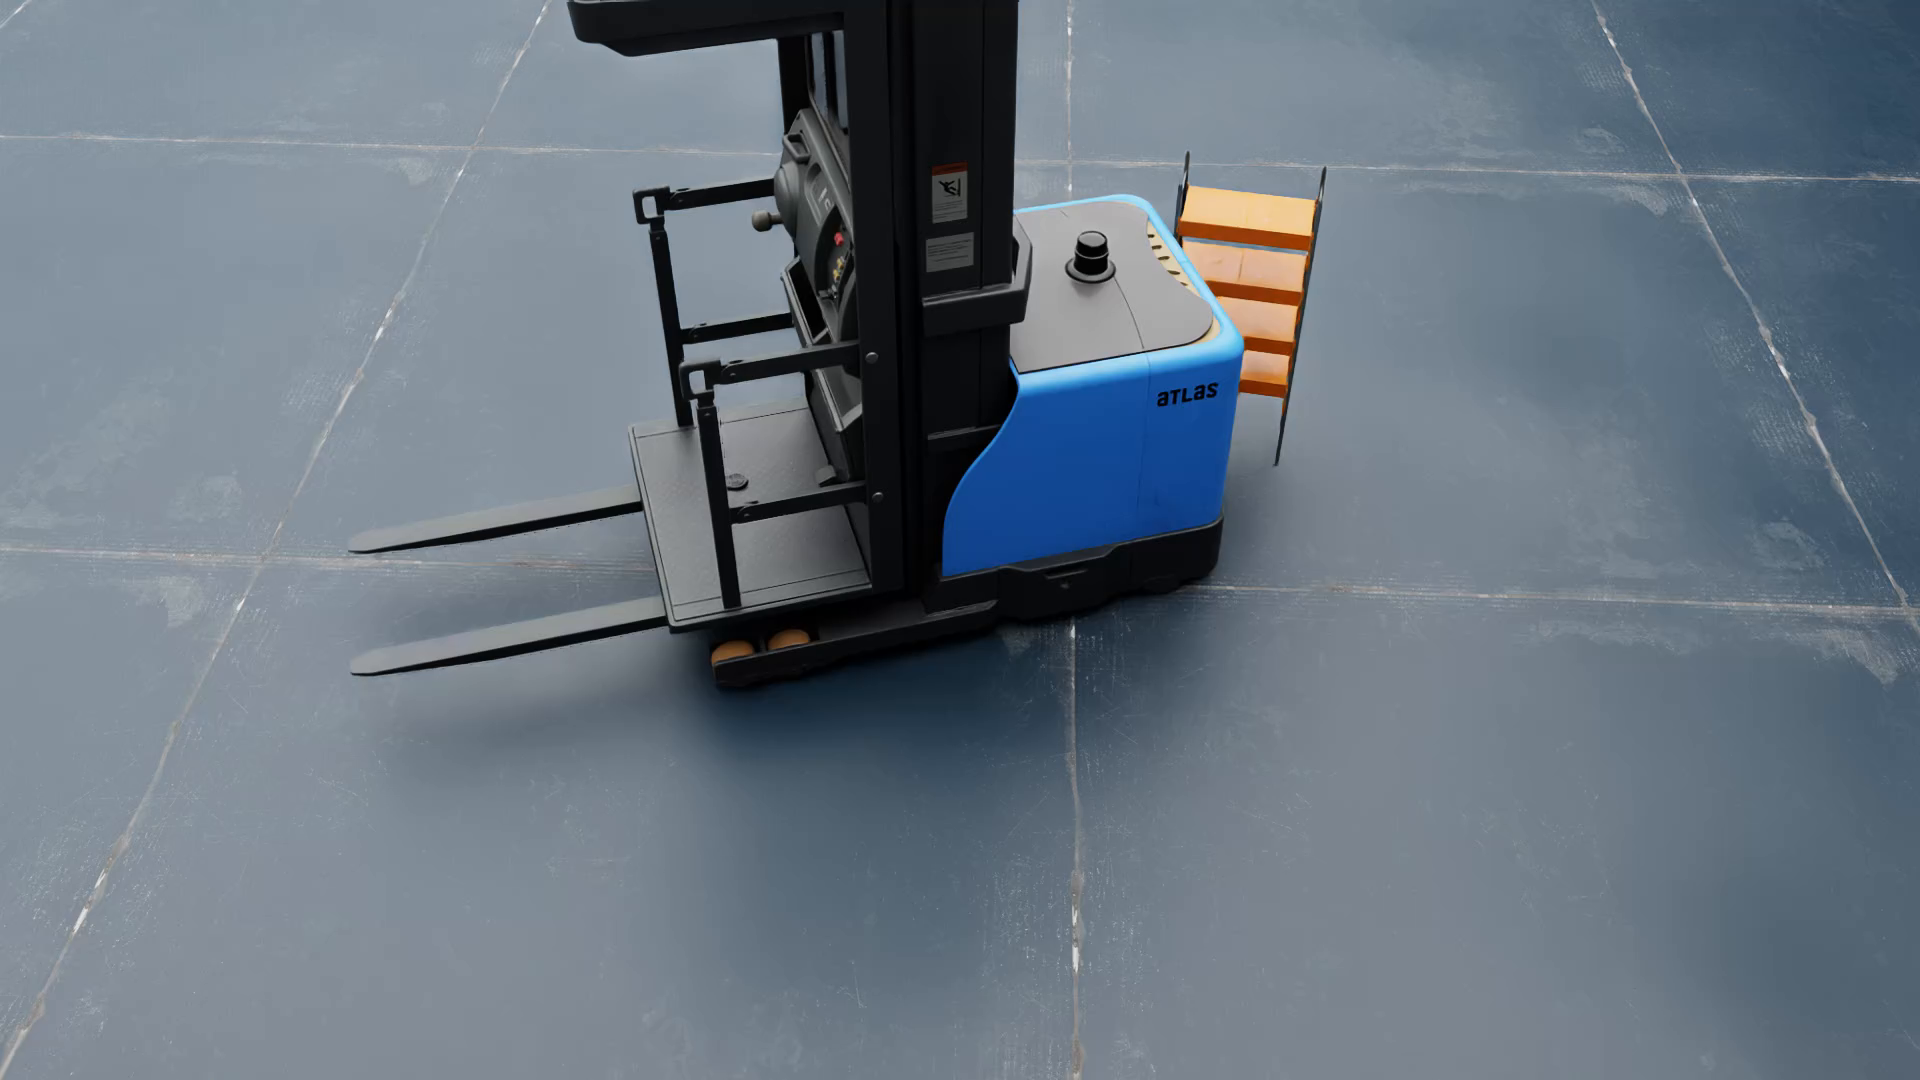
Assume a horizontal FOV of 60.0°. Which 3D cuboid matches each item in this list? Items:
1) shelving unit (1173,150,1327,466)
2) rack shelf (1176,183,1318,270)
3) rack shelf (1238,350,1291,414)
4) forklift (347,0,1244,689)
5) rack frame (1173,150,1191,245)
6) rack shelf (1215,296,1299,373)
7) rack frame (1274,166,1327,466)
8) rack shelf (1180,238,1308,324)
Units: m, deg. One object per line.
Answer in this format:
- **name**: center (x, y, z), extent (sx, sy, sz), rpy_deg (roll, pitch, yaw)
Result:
- **shelving unit**: center (1.036, -0.849, 6.282), extent (0.503, 1.200, 0.258), rpy_deg (9, 44, 9)
- **rack shelf**: center (1.036, -1.137, 6.014), extent (0.480, 0.148, 0.258), rpy_deg (9, 44, 9)
- **rack shelf**: center (1.036, -0.655, 6.463), extent (0.480, 0.148, 0.258), rpy_deg (9, 44, 9)
- **forklift**: center (-0.633, -0.970, 5.141), extent (3.031, 2.935, 1.130), rpy_deg (-11, 44, -12)
- **rack frame**: center (0.798, -0.886, 6.320), extent (0.015, 1.200, 0.240), rpy_deg (9, 44, 9)
- **rack shelf**: center (1.036, -0.800, 6.327), extent (0.480, 0.148, 0.258), rpy_deg (9, 44, 9)
- **rack frame**: center (1.275, -0.813, 6.243), extent (0.015, 1.200, 0.240), rpy_deg (9, 44, 9)
- **rack shelf**: center (1.036, -0.964, 6.175), extent (0.480, 0.148, 0.258), rpy_deg (9, 44, 9)
